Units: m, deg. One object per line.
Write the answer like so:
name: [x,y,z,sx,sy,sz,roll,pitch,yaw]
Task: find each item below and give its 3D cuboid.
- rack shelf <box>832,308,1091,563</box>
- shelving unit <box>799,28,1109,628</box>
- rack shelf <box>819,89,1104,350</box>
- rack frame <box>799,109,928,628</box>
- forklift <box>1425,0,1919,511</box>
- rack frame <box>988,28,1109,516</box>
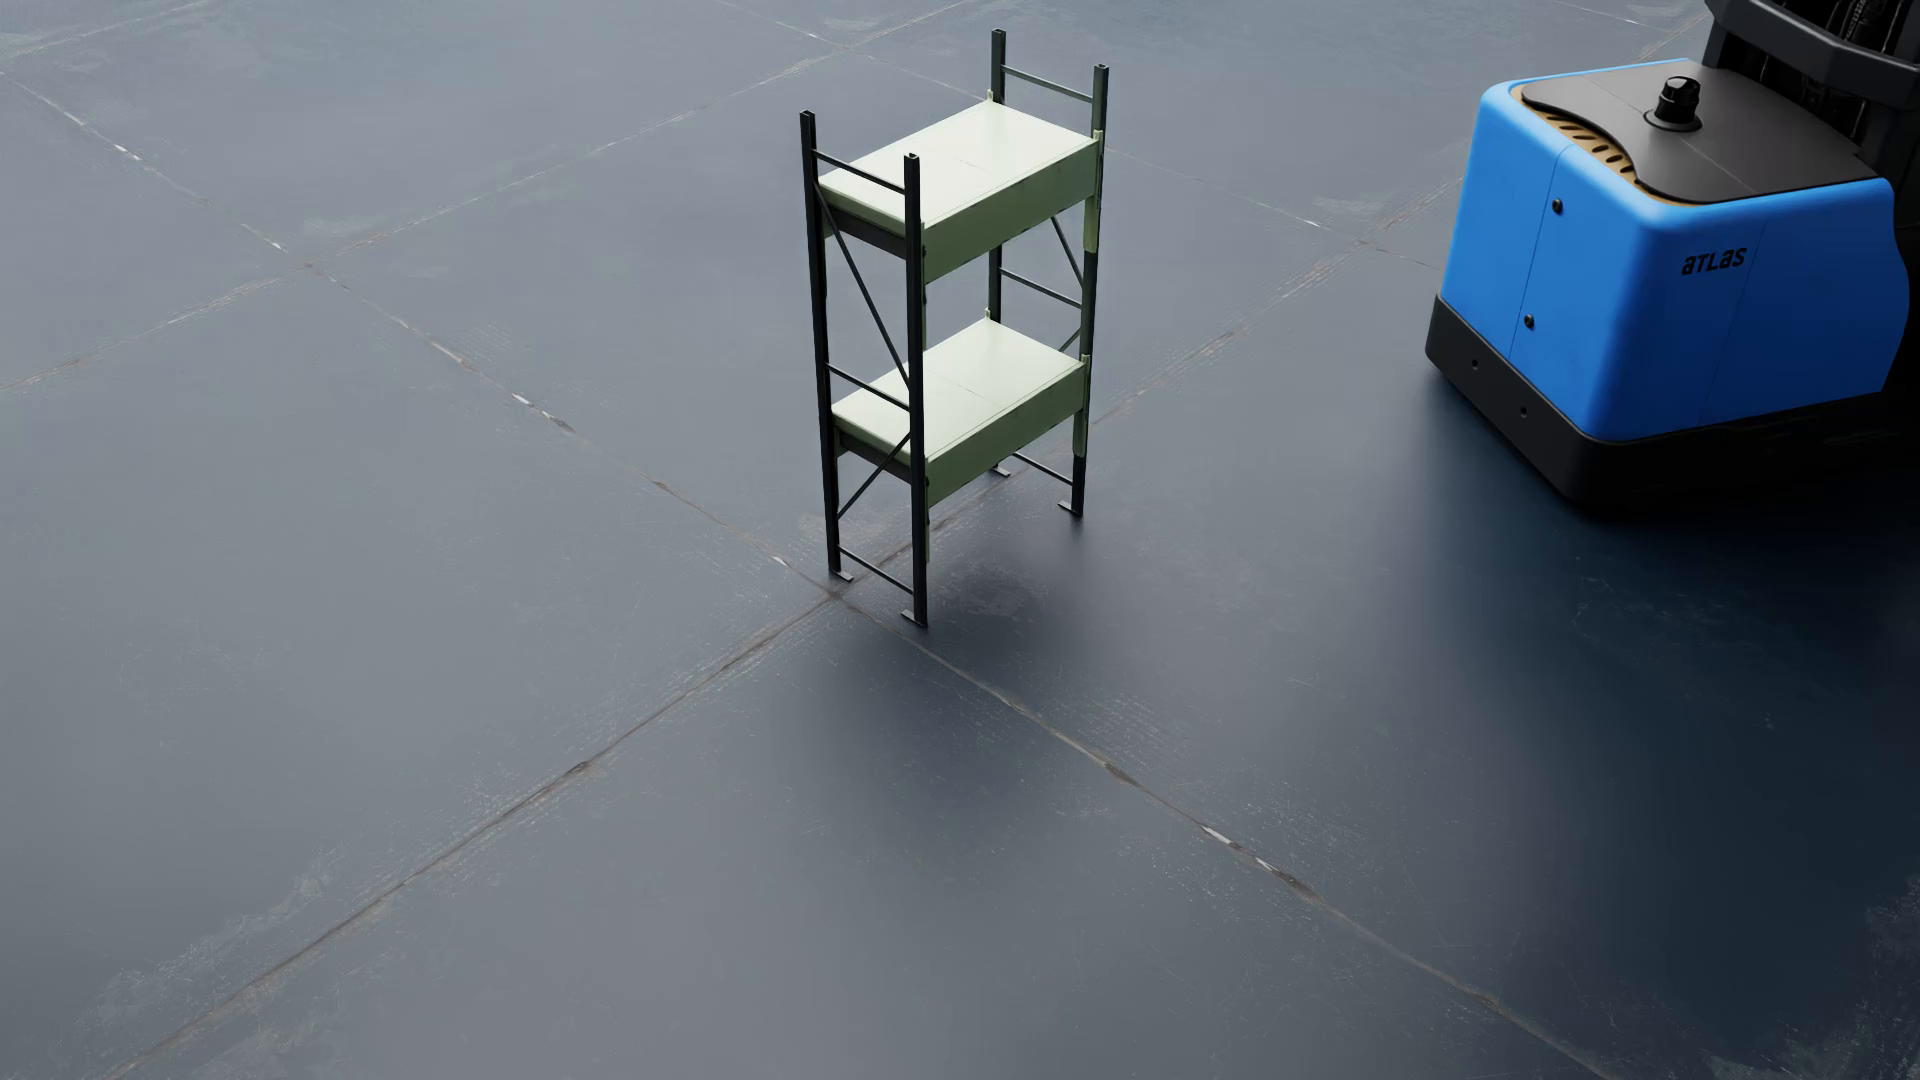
rack shelf: [-0.004,-0.329,4.982,0.431,0.370,0.720,30,47,32]
shelving unit: [-0.004,-0.584,4.779,0.431,1.500,0.755,30,47,32]
rack shelf: [-0.004,-0.889,4.536,0.431,0.370,0.720,30,47,32]
rack frame: [-0.251,-0.416,4.568,0.400,1.500,0.023,30,47,32]
forklift: [3.247,-1.768,5.119,3.031,2.935,1.130,-11,40,-13]
rack frame: [0.242,-0.752,4.991,0.400,1.500,0.023,30,47,32]
